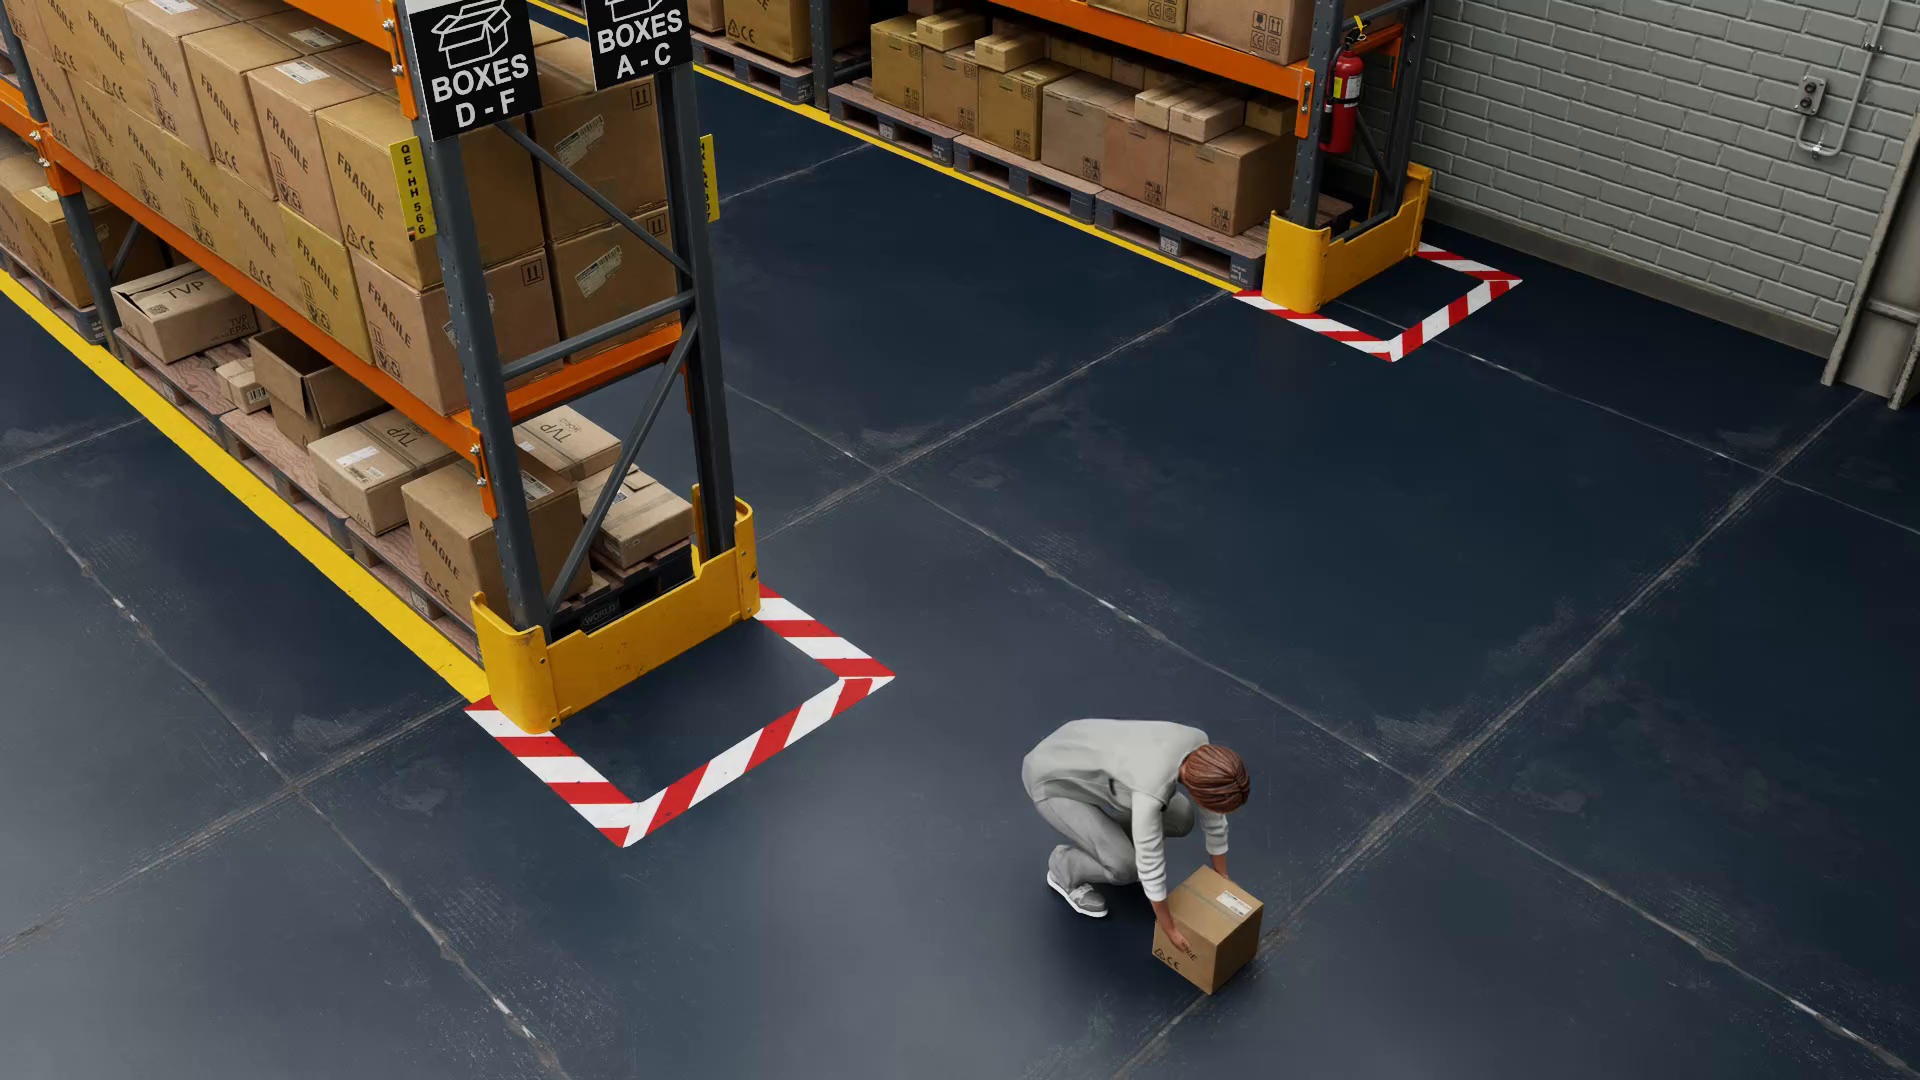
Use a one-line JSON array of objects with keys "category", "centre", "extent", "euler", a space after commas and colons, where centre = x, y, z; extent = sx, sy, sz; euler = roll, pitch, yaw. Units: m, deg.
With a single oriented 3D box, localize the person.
[{"category": "person", "centre": [0.577, 0.906, 5.564], "extent": [0.804, 0.829, 0.440], "euler": [30, 46, 35]}]
